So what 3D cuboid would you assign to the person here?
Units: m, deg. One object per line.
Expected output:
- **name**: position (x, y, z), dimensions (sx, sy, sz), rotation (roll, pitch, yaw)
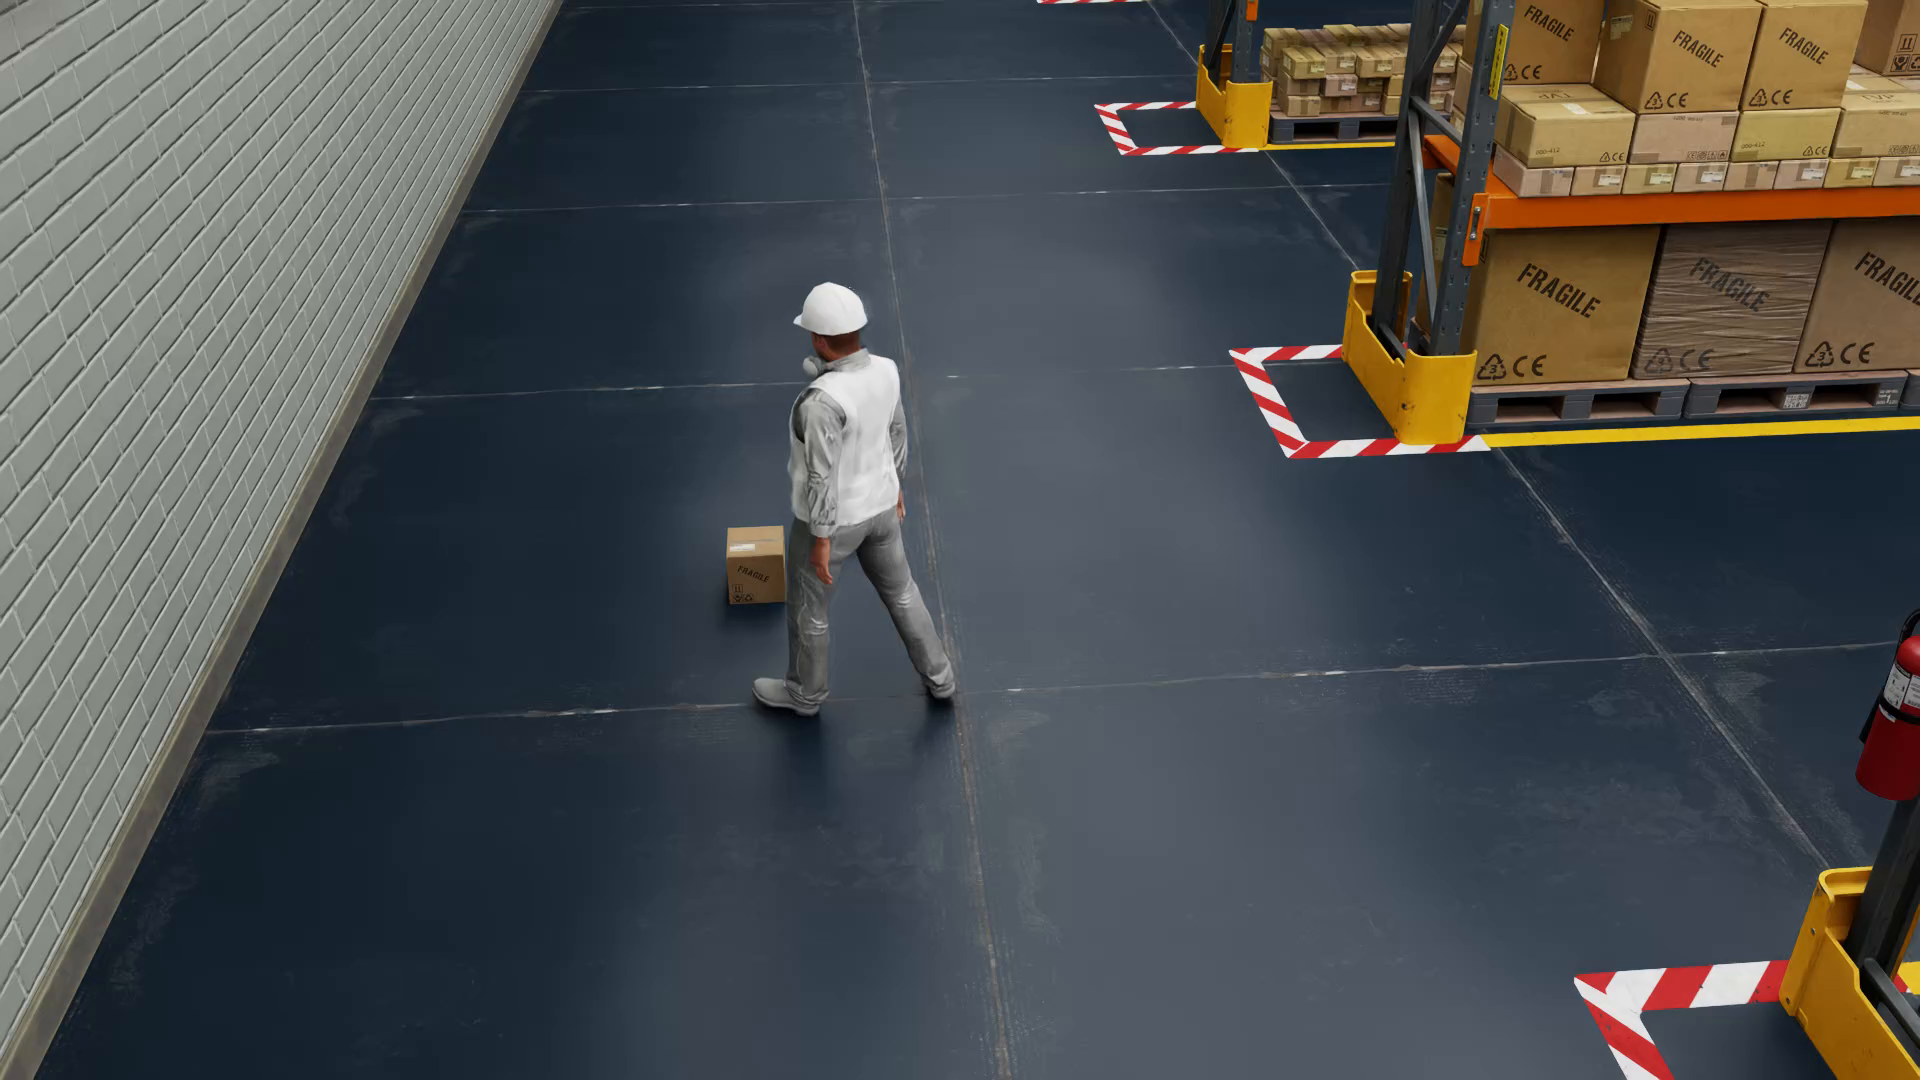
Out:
- **person**: position (-0.395, -0.129, 6.331), dimensions (0.681, 1.760, 0.663), rotation (22, 37, 32)
